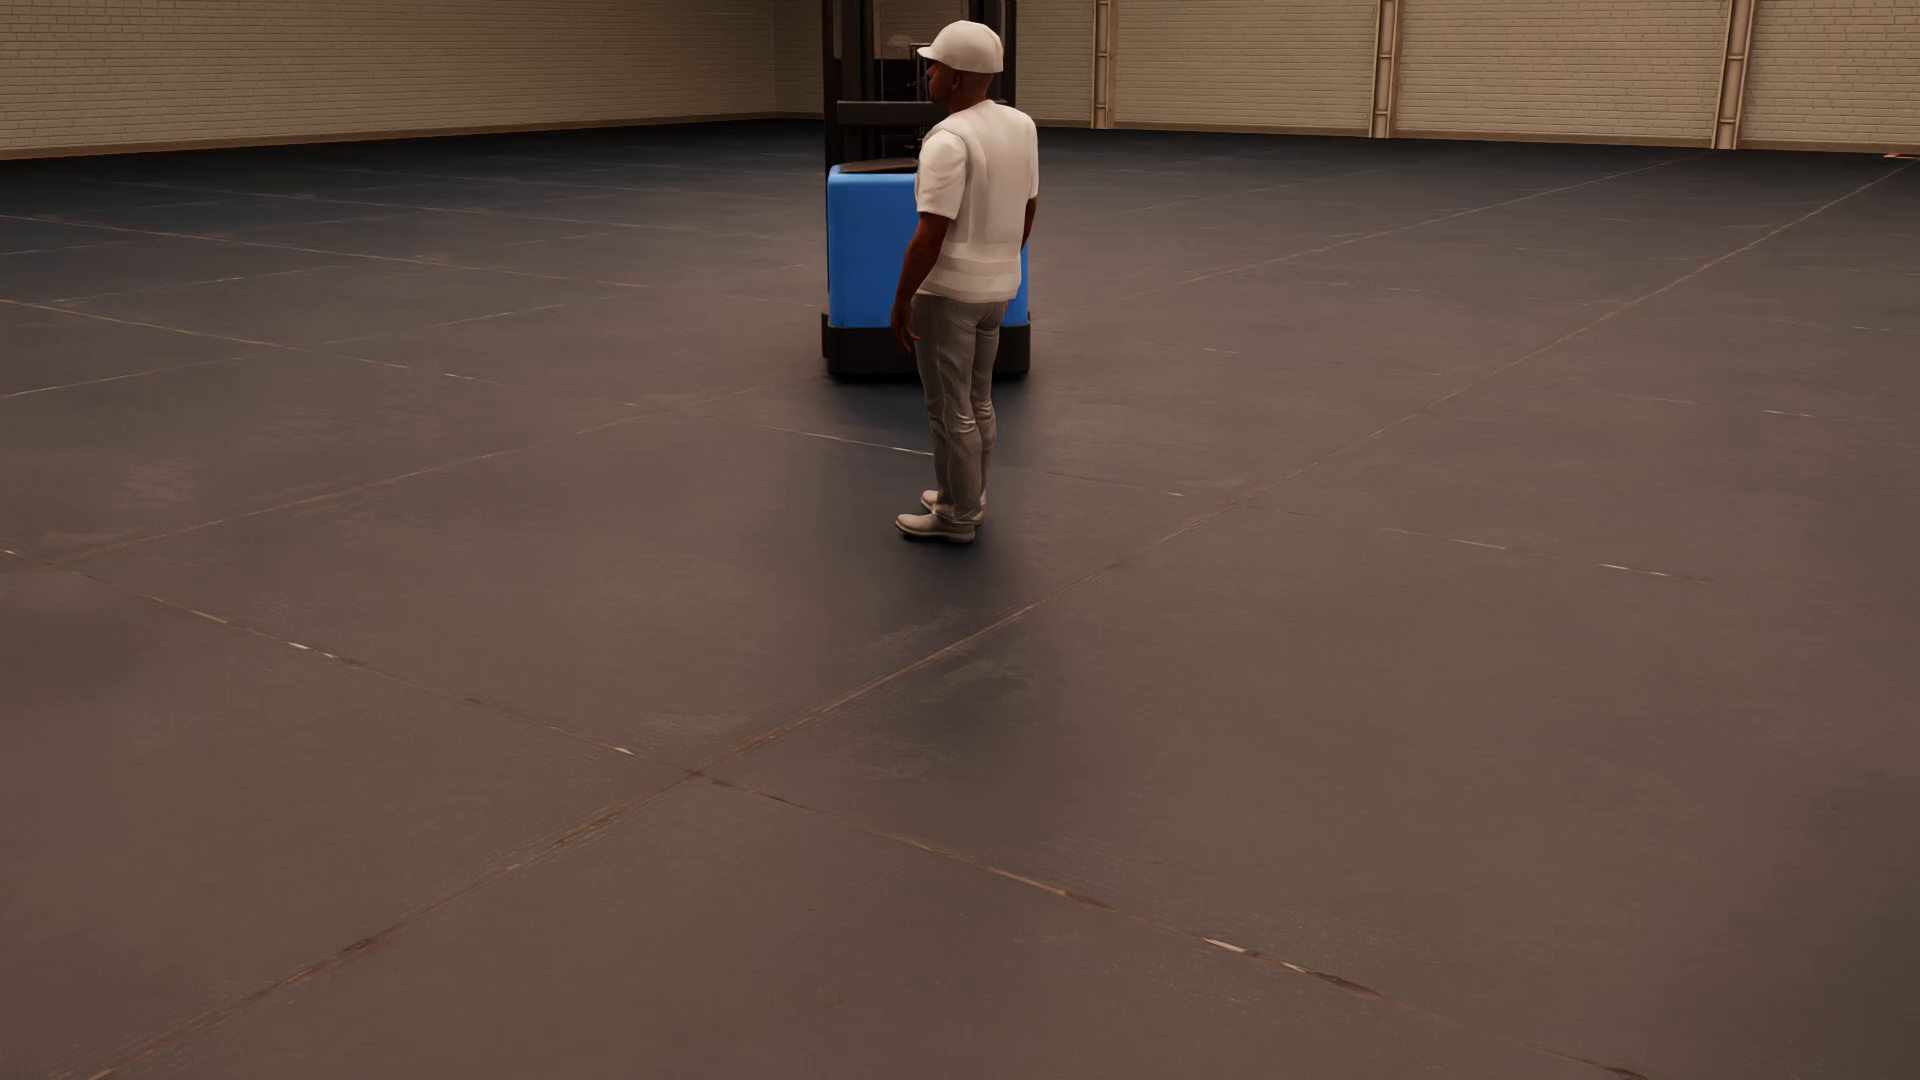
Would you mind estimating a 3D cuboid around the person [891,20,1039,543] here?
[{"bbox_3d":[-0.055,-0.866,5.736,0.574,1.768,0.665,11,20,33],"label":"person"}]

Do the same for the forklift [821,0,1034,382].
[{"bbox_3d":[-0.235,-2.585,9.479,1.130,2.935,3.031,-1,17,-3],"label":"forklift"}]
